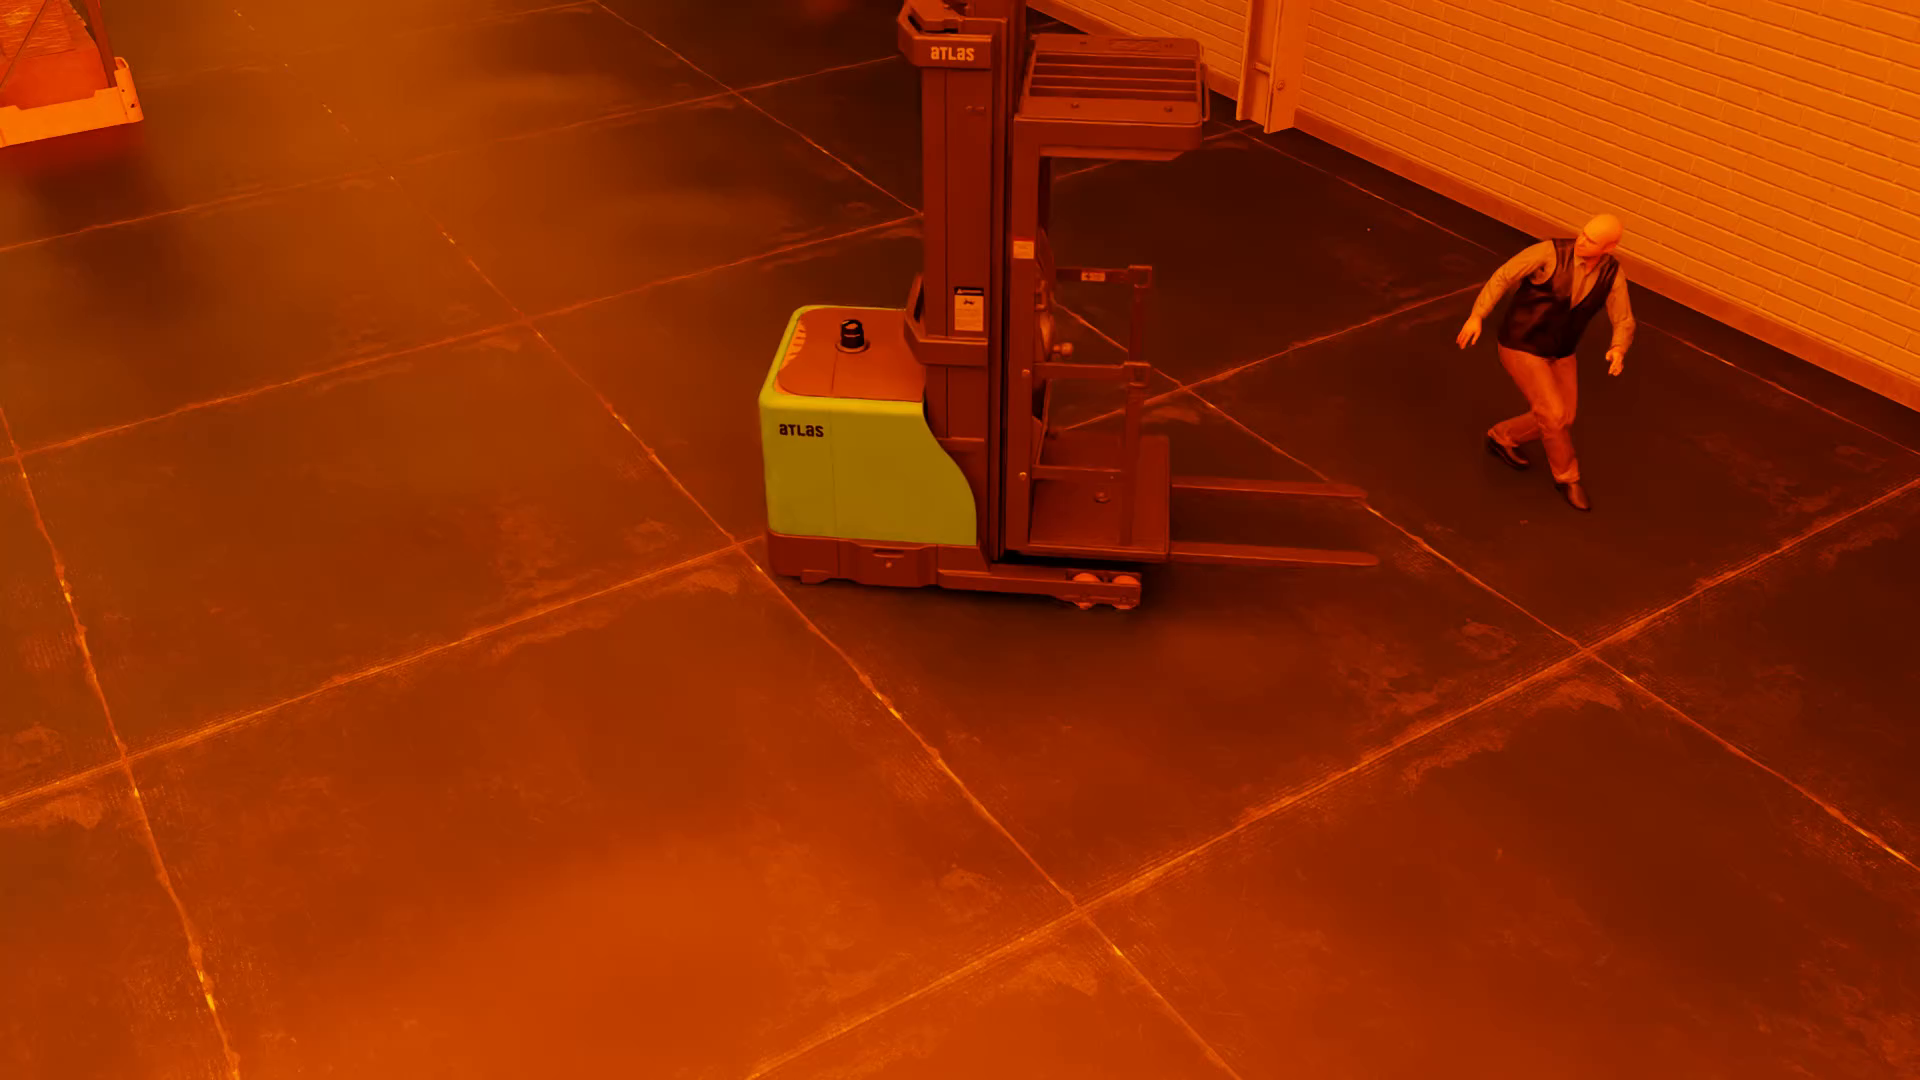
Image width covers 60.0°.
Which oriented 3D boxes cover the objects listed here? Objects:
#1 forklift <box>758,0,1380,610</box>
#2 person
[{"bbox_3d":[0.584,-1.179,7.826,3.031,2.935,1.130,3,35,5],"label":"forklift"},{"bbox_3d":[3.089,-0.948,8.685,0.771,1.590,0.786,-10,36,-14],"label":"person"}]
